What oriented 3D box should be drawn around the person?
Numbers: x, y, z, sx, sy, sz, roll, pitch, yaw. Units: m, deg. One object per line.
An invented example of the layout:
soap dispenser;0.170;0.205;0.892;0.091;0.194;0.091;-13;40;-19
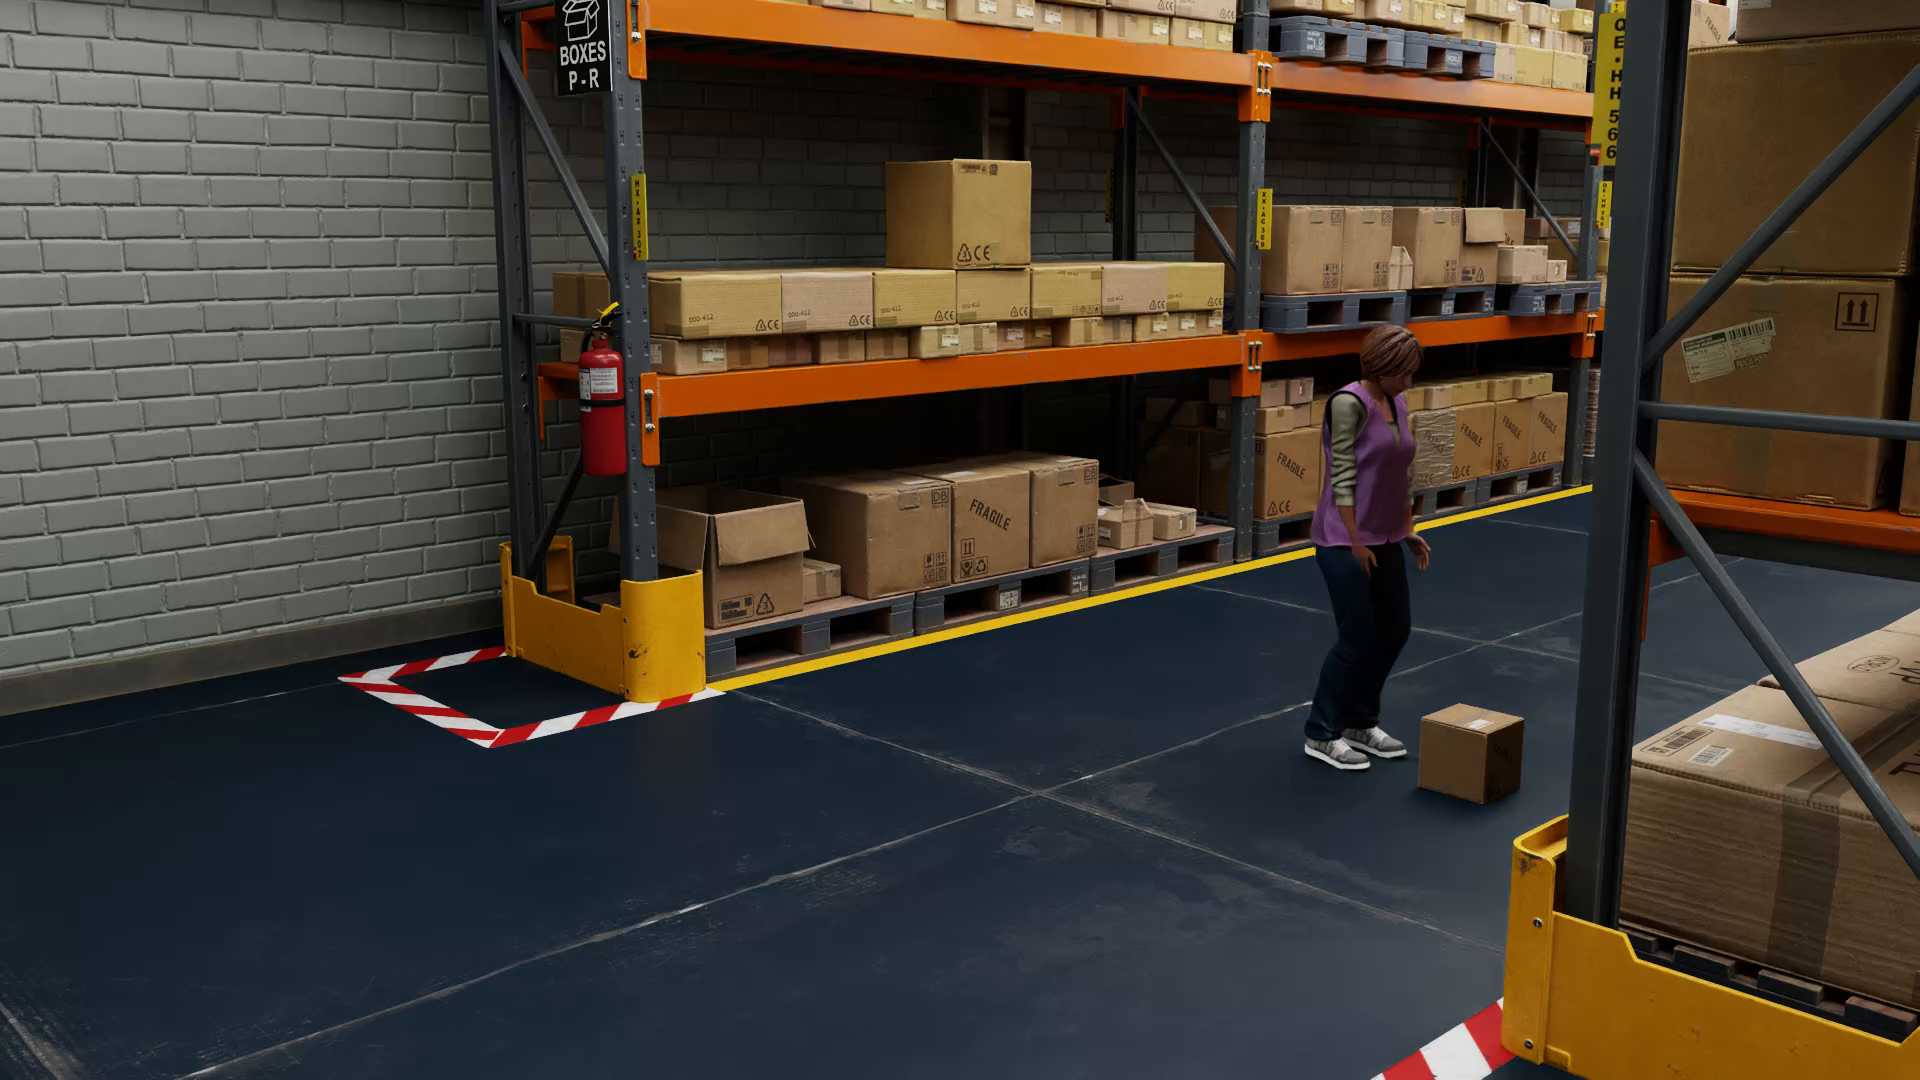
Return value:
person;1.457;0.019;5.942;0.420;1.573;0.353;-10;14;-41
